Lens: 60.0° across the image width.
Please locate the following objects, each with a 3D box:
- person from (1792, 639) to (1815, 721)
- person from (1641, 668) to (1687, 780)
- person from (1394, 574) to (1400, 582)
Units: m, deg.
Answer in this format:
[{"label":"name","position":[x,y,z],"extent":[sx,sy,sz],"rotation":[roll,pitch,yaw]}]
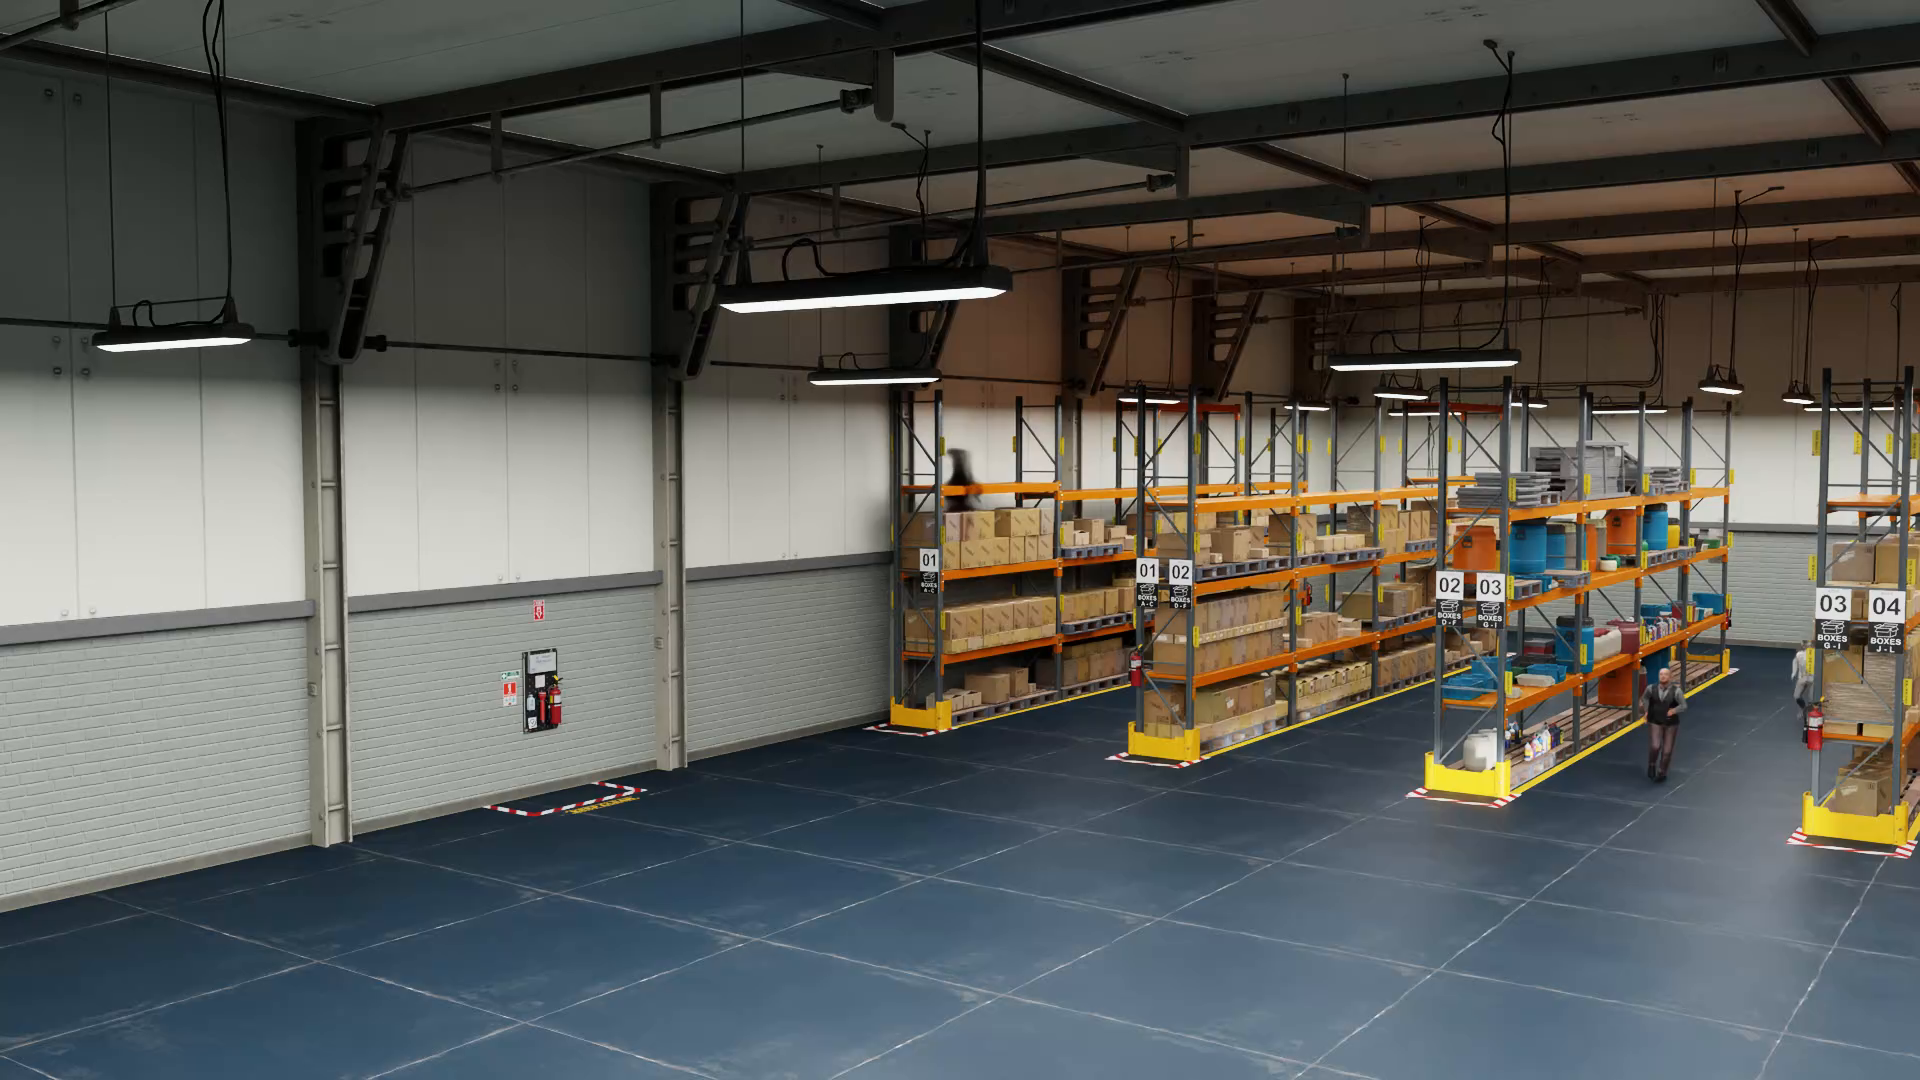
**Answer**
[{"label":"person","position":[15.279,2.535,29.976],"extent":[0.627,1.547,0.861],"rotation":[3,4,39]},{"label":"person","position":[10.476,2.752,24.760],"extent":[0.626,1.685,0.650],"rotation":[1,3,21]},{"label":"person","position":[11.116,1.726,42.540],"extent":[0.715,1.742,0.925],"rotation":[-1,3,-23]}]
